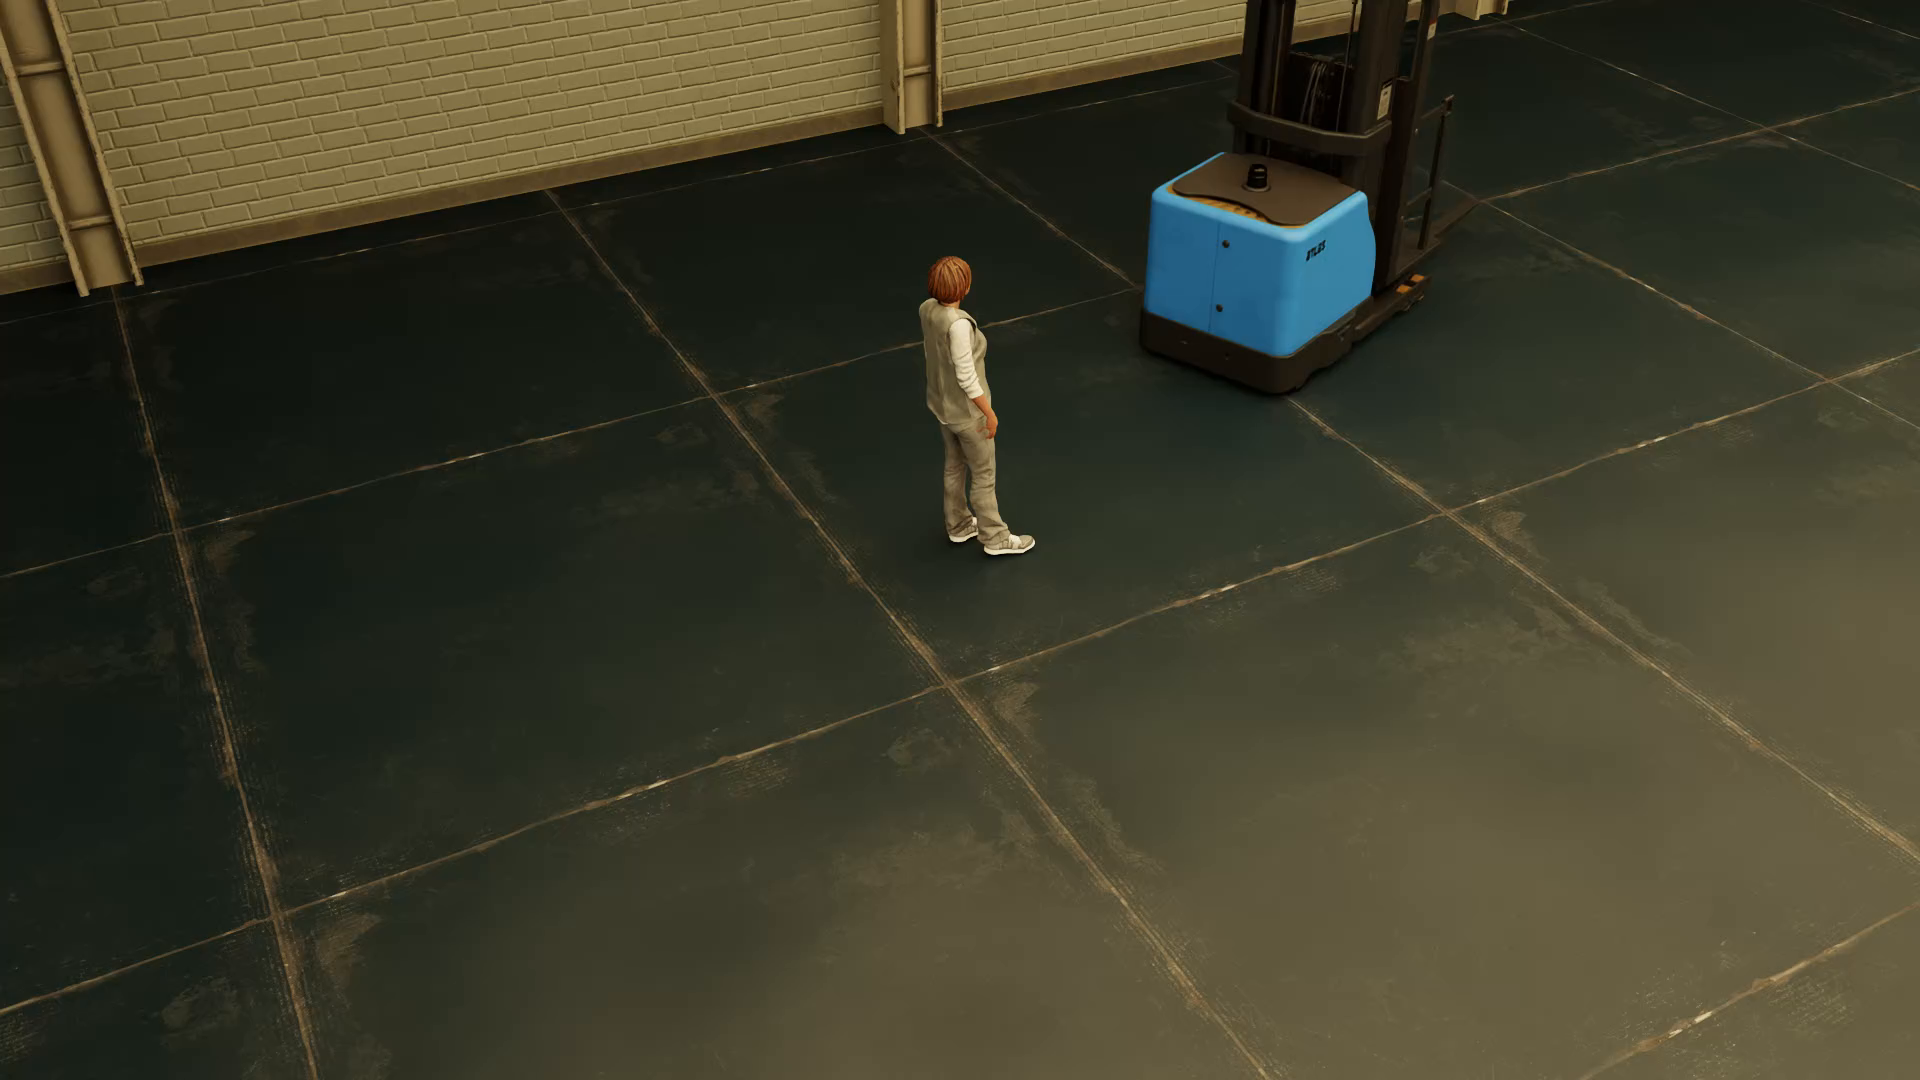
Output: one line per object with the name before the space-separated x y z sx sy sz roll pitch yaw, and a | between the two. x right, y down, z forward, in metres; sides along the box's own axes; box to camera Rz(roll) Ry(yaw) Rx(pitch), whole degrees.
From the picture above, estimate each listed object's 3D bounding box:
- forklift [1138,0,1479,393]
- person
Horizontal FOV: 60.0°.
forklift | 2.423 -2.841 10.142 1.130 2.935 3.031 25 42 31
person | 0.072 -0.671 8.216 0.473 1.599 0.521 -17 39 -23
